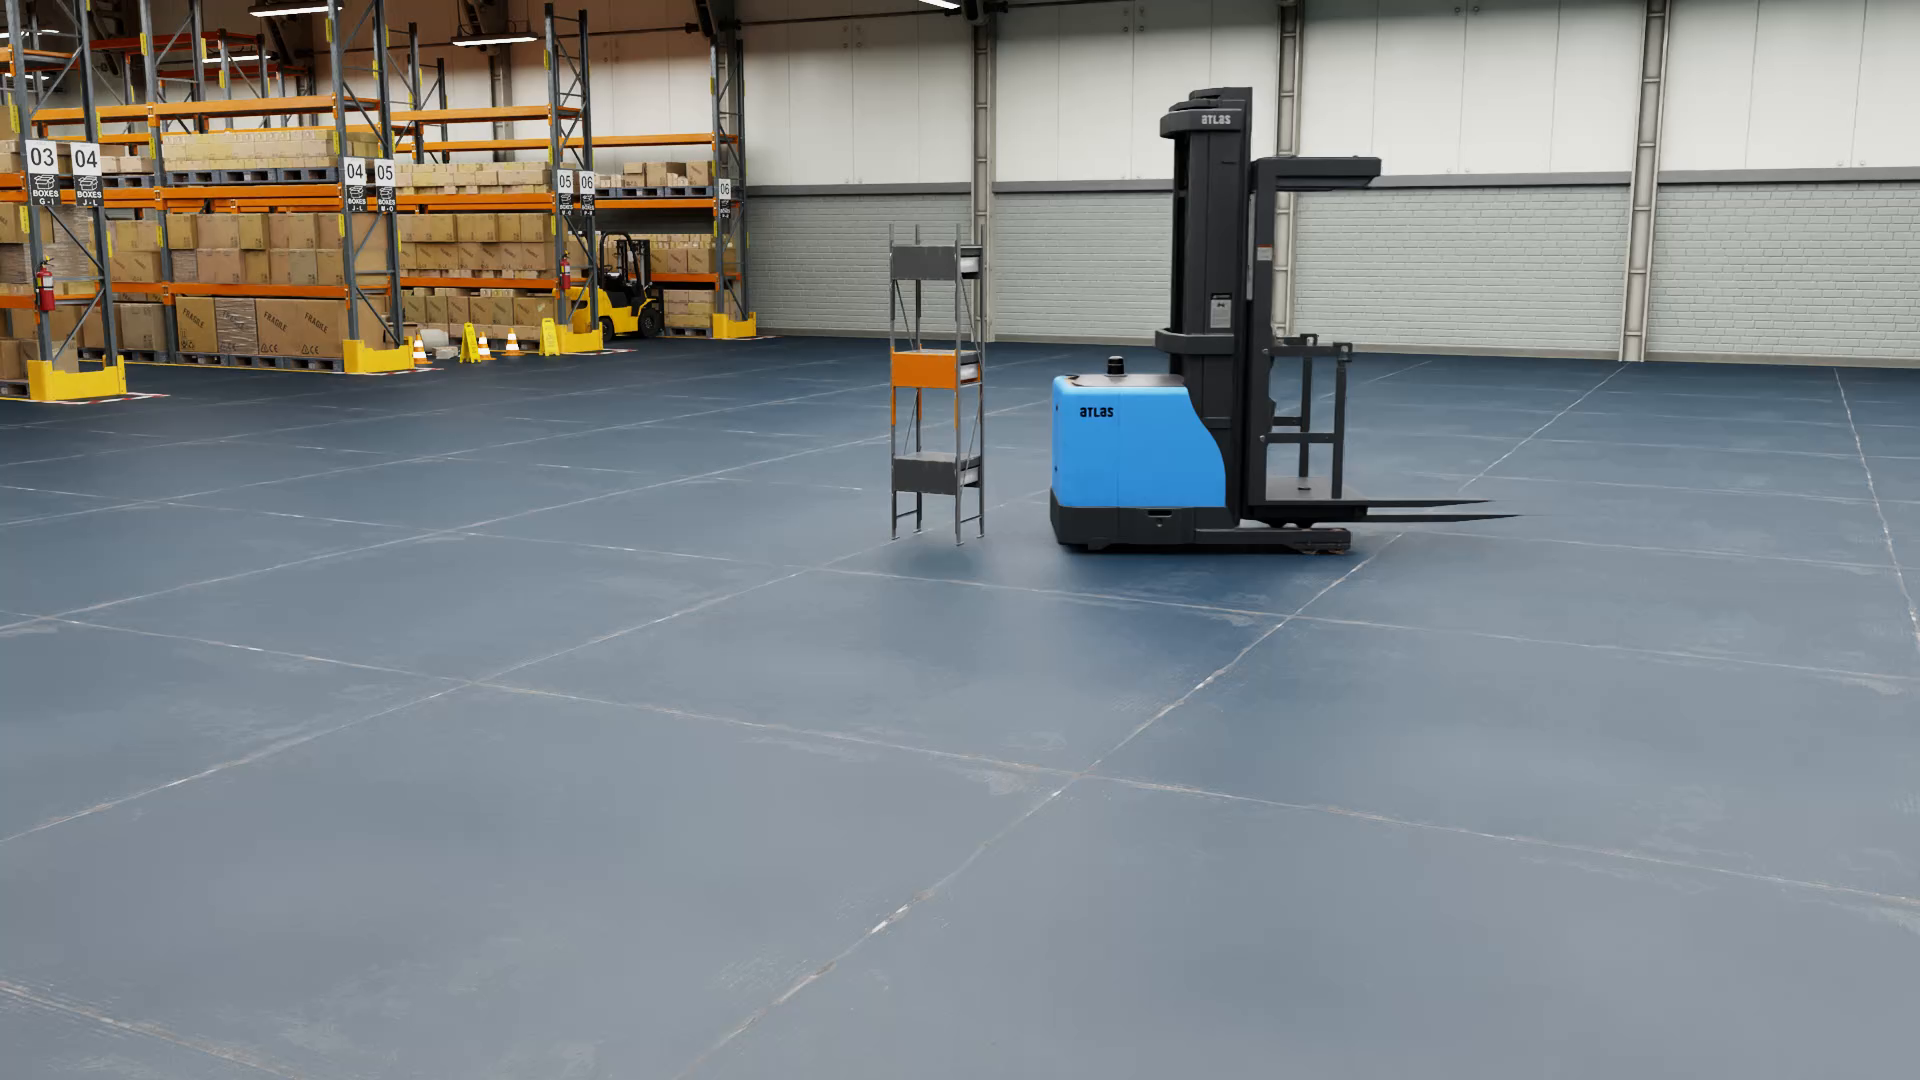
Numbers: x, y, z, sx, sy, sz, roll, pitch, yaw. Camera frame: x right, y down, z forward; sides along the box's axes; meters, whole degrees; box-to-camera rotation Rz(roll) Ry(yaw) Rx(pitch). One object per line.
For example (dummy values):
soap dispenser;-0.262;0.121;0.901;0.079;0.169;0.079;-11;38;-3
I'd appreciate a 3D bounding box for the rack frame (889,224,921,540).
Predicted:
rack frame;-0.367;-1.065;11.222;0.015;2.100;0.400;5;11;26

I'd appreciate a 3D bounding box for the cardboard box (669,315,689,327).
cardboard box;-5.697;-4.571;34.604;0.500;0.250;0.500;5;11;26

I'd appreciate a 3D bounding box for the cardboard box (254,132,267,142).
cardboard box;-10.579;-6.171;25.491;0.250;0.149;0.380;5;11;25

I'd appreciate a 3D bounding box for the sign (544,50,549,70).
sign;-7.151;-8.299;28.752;0.005;0.325;0.100;5;11;26

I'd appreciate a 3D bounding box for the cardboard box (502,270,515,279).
cardboard box;-8.058;-4.810;30.089;0.250;0.149;0.380;5;12;27

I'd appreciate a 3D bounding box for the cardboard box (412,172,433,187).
cardboard box;-9.734;-6.643;30.676;0.500;0.250;0.500;5;11;25

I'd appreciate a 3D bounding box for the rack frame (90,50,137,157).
rack frame;-17.648;-8.794;34.555;0.127;3.000;1.000;5;11;26

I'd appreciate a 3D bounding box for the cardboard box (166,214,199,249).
cardboard box;-12.258;-4.984;26.893;0.550;0.550;0.875;5;11;26

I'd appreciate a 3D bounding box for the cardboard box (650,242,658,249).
cardboard box;-6.290;-6.138;34.620;0.250;0.149;0.380;5;11;26

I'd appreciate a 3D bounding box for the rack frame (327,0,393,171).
rack frame;-8.987;-7.050;24.918;0.127;3.000;1.000;5;11;26

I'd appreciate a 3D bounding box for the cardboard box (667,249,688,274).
cardboard box;-5.713;-5.778;34.454;0.500;0.500;0.500;5;12;28

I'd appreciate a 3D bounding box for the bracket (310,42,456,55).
bracket;-13.140;-11.264;38.091;4.783;0.066;0.076;5;11;26

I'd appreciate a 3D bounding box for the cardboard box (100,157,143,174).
cardboard box;-13.778;-6.134;27.237;0.500;0.250;0.500;5;11;25

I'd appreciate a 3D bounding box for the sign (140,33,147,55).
sign;-12.803;-7.777;26.085;0.005;0.325;0.100;5;11;26

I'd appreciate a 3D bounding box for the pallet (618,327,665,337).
pallet;-6.488;-4.468;35.323;1.213;0.211;1.003;5;11;26

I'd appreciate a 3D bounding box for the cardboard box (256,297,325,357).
cardboard box;-10.414;-3.371;26.222;0.875;0.875;0.875;5;11;25

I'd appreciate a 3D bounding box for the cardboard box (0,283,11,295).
cardboard box;-12.090;-3.211;21.256;0.250;0.149;0.380;5;11;26

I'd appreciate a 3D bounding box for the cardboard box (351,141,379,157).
cardboard box;-9.306;-5.982;25.562;0.500;0.250;0.500;5;11;26

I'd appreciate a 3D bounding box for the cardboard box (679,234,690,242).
cardboard box;-5.590;-6.230;34.293;0.250;0.149;0.380;5;12;27

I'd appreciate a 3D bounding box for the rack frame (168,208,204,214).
rack frame;-19.043;-6.951;41.212;0.127;3.000;1.000;5;11;26

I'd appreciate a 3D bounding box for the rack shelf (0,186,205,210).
rack shelf;-14.367;-5.693;27.861;4.000;0.370;1.077;5;11;26

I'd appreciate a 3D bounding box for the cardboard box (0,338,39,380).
cardboard box;-12.376;-2.384;21.821;0.500;0.500;0.500;9;14;41

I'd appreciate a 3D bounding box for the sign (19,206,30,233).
sign;-11.535;-3.952;20.507;0.005;0.325;0.100;5;11;26

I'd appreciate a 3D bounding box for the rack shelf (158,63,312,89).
rack shelf;-17.249;-11.026;39.575;4.000;0.370;1.077;5;11;26

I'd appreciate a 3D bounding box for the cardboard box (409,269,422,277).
cardboard box;-10.084;-5.001;31.144;0.250;0.149;0.380;5;12;27

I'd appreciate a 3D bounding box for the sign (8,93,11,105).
sign;-20.983;-9.694;36.679;0.005;0.325;0.100;5;11;26

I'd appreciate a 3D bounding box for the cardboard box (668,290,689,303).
cardboard box;-5.706;-5.061;34.507;0.500;0.250;0.500;5;12;27

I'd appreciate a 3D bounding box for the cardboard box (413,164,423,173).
cardboard box;-9.857;-6.842;30.654;0.250;0.149;0.380;5;11;24

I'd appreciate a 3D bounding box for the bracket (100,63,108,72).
bracket;-21.591;-12.006;42.194;0.430;0.232;0.235;5;11;26

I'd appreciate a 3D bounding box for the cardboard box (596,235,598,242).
cardboard box;-7.620;-6.422;35.356;0.250;0.149;0.380;5;11;25

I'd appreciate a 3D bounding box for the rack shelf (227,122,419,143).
rack shelf;-12.268;-7.771;32.042;4.000;0.370;1.077;5;11;26

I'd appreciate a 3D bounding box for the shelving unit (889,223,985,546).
shelving unit;-0.148;-1.046;11.115;0.503;2.100;0.431;5;11;26

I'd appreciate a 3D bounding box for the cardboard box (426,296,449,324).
cardboard box;-9.579;-4.305;31.028;0.500;0.500;0.500;6;12;28

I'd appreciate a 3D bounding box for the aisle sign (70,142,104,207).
aisle sign;-11.084;-4.636;21.125;0.004;0.787;0.394;5;11;26

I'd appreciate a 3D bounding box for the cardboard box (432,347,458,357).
cardboard box;-8.956;-3.275;28.906;0.380;0.149;0.250;-7;12;-33

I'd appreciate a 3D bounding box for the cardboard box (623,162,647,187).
cardboard box;-6.581;-7.617;34.724;0.637;0.503;0.797;5;12;28

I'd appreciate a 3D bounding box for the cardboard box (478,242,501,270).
cardboard box;-8.390;-5.171;30.265;0.500;0.500;0.500;5;11;26

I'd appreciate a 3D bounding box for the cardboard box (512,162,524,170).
cardboard box;-7.772;-6.665;29.676;0.250;0.149;0.380;5;11;25

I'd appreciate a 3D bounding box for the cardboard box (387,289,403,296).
cardboard box;-12.898;-5.659;38.093;0.250;0.149;0.380;5;11;24

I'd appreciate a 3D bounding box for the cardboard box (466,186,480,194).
cardboard box;-8.728;-6.347;30.157;0.250;0.149;0.380;5;11;25

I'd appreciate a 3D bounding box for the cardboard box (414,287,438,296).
cardboard box;-9.979;-4.645;31.086;0.250;0.149;0.380;5;11;27

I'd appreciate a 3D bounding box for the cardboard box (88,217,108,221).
cardboard box;-18.065;-6.676;34.786;0.250;0.149;0.380;5;11;25

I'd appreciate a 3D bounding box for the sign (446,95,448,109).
sign;-11.626;-9.899;37.589;0.005;0.325;0.100;5;11;26

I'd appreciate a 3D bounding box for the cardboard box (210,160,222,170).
cardboard box;-11.484;-5.859;26.003;0.250;0.149;0.380;5;11;25

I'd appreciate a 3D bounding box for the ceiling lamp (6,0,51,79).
ceiling lamp;-22.476;-12.614;39.271;0.800;3.185;2.000;5;11;26

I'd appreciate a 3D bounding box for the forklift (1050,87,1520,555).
forklift;2.147;-1.443;10.971;3.031;2.935;1.130;0;10;-1

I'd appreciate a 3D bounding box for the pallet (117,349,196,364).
pallet;-13.299;-3.090;27.711;1.213;0.211;1.003;5;11;26

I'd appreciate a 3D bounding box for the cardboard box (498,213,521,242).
cardboard box;-7.892;-5.631;29.996;0.500;0.500;0.700;5;11;26

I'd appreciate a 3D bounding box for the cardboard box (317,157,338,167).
cardboard box;-9.435;-5.679;25.007;0.250;0.149;0.380;5;11;26

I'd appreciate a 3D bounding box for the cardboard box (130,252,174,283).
cardboard box;-13.160;-4.461;27.176;0.500;0.500;0.500;5;11;25

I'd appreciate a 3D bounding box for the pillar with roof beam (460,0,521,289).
pillar with roof beam;-12.205;-8.626;33.624;0.548;9.000;9.100;5;11;26
